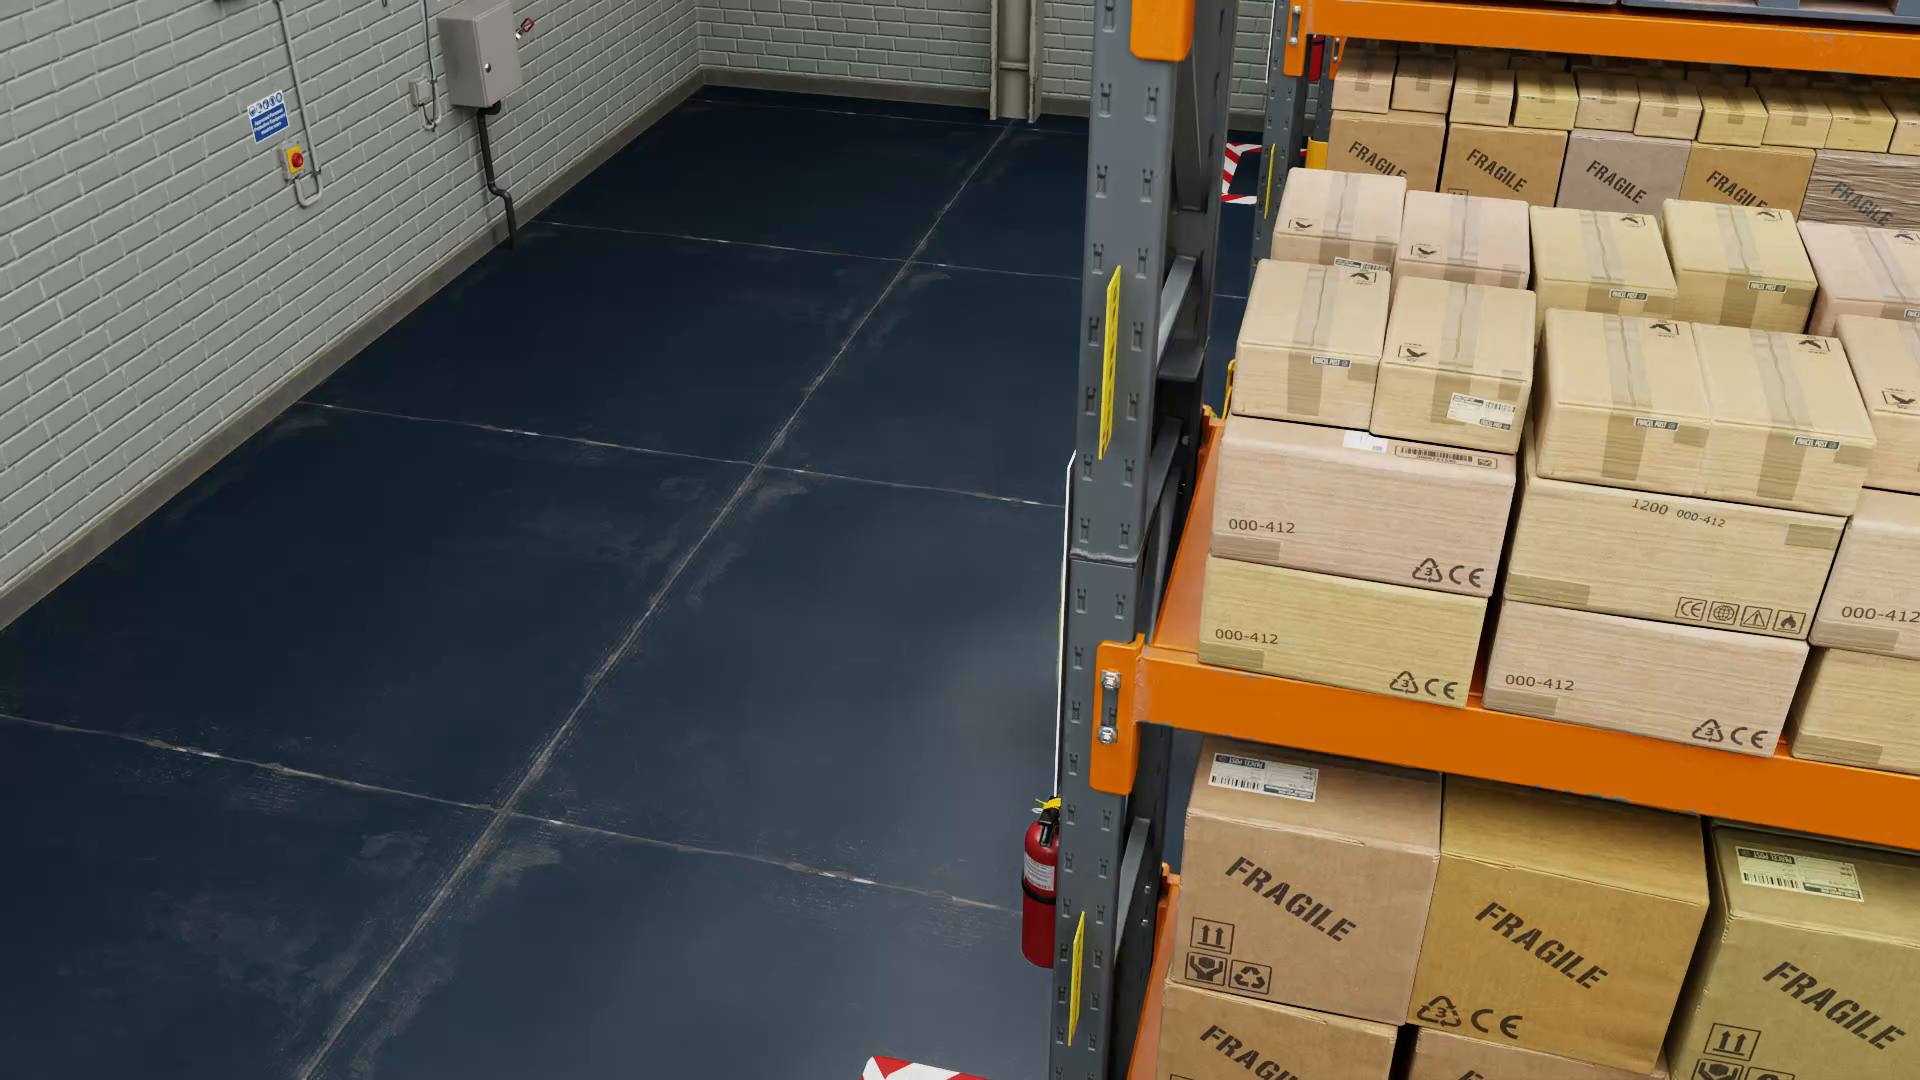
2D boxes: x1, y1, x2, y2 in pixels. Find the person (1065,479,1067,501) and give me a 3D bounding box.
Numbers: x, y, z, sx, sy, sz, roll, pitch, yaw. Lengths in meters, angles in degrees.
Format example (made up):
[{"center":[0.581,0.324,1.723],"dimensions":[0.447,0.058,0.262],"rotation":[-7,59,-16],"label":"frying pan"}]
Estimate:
[{"center":[0.731,0.155,6.880],"dimensions":[0.577,1.760,0.503],"rotation":[9,34,13],"label":"person"}]
